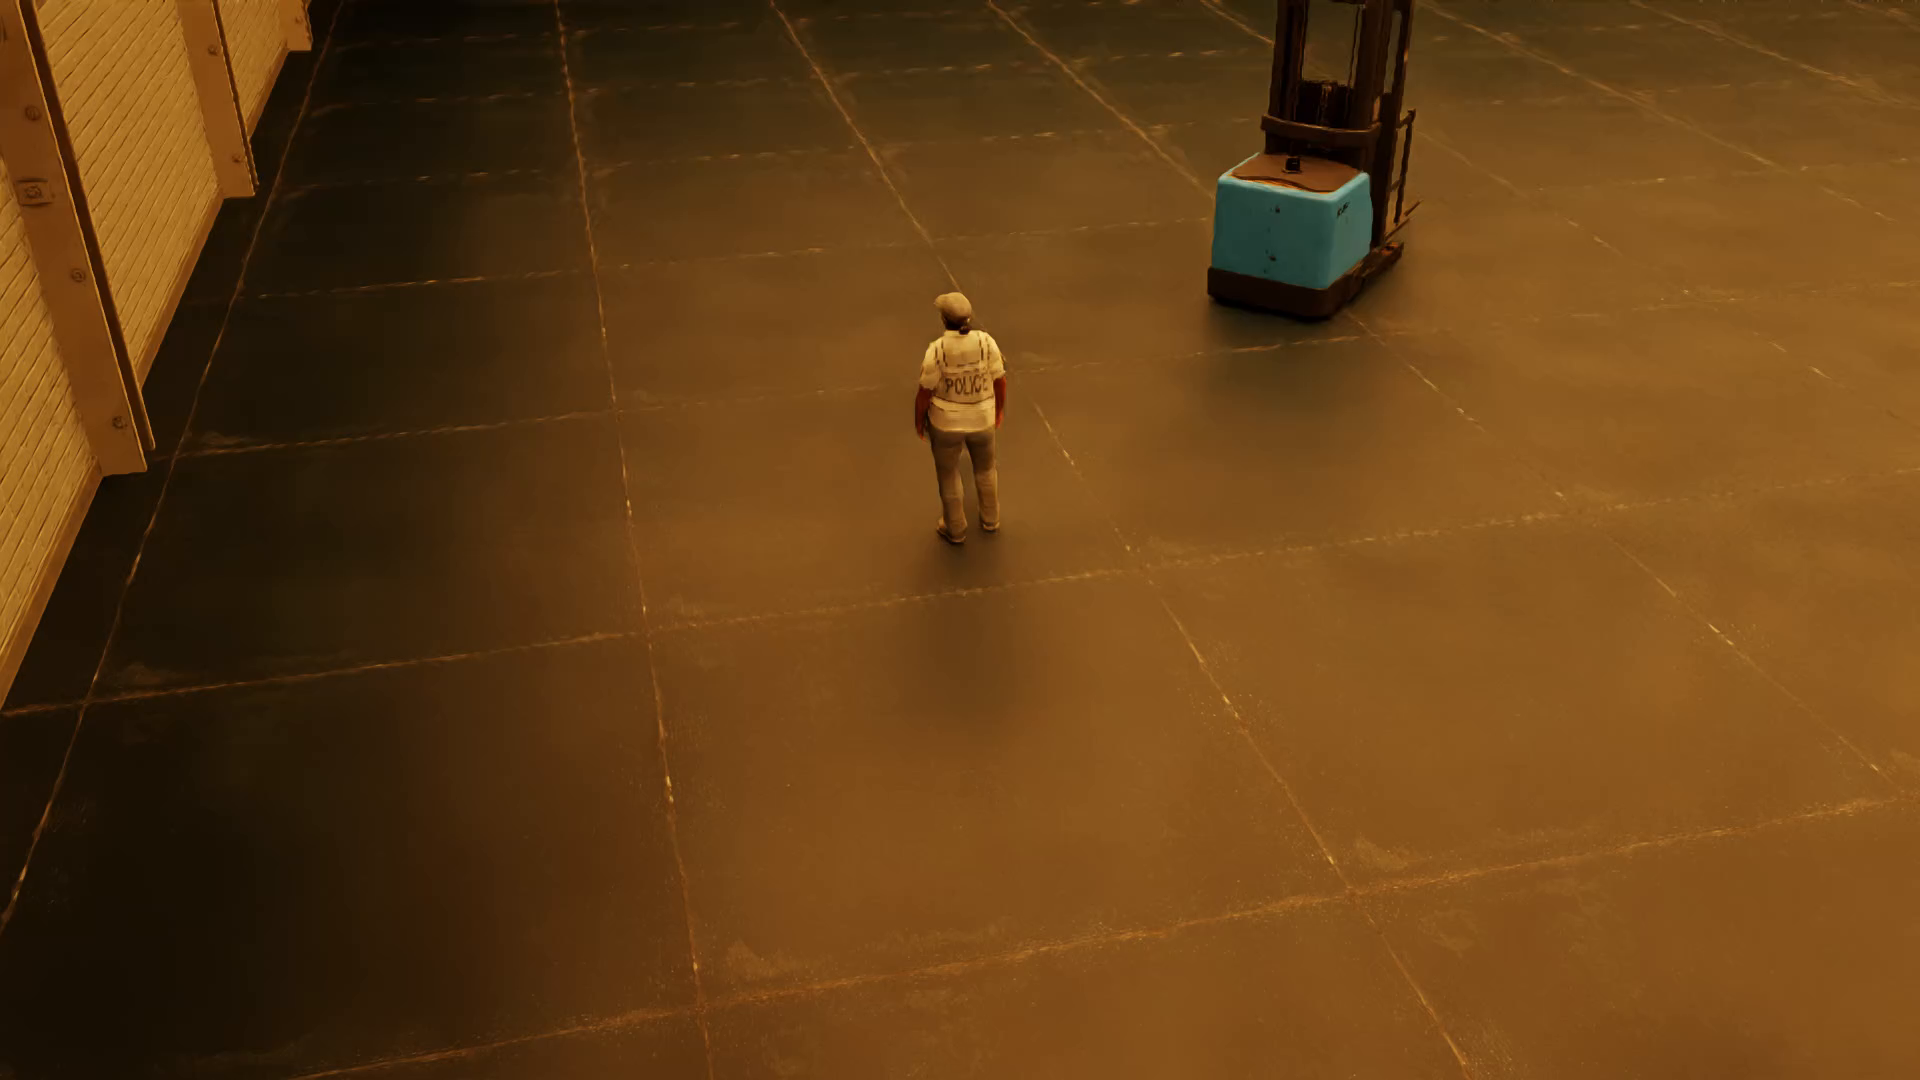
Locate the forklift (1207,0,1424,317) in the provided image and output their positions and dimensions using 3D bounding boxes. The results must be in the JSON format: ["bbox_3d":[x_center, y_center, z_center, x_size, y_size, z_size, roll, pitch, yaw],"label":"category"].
[{"bbox_3d":[3.281,-3.773,14.092,1.130,2.935,3.031,17,34,27],"label":"forklift"}]

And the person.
[{"bbox_3d":[0.004,-0.768,10.149,0.598,1.669,0.527,-7,31,-12],"label":"person"}]
